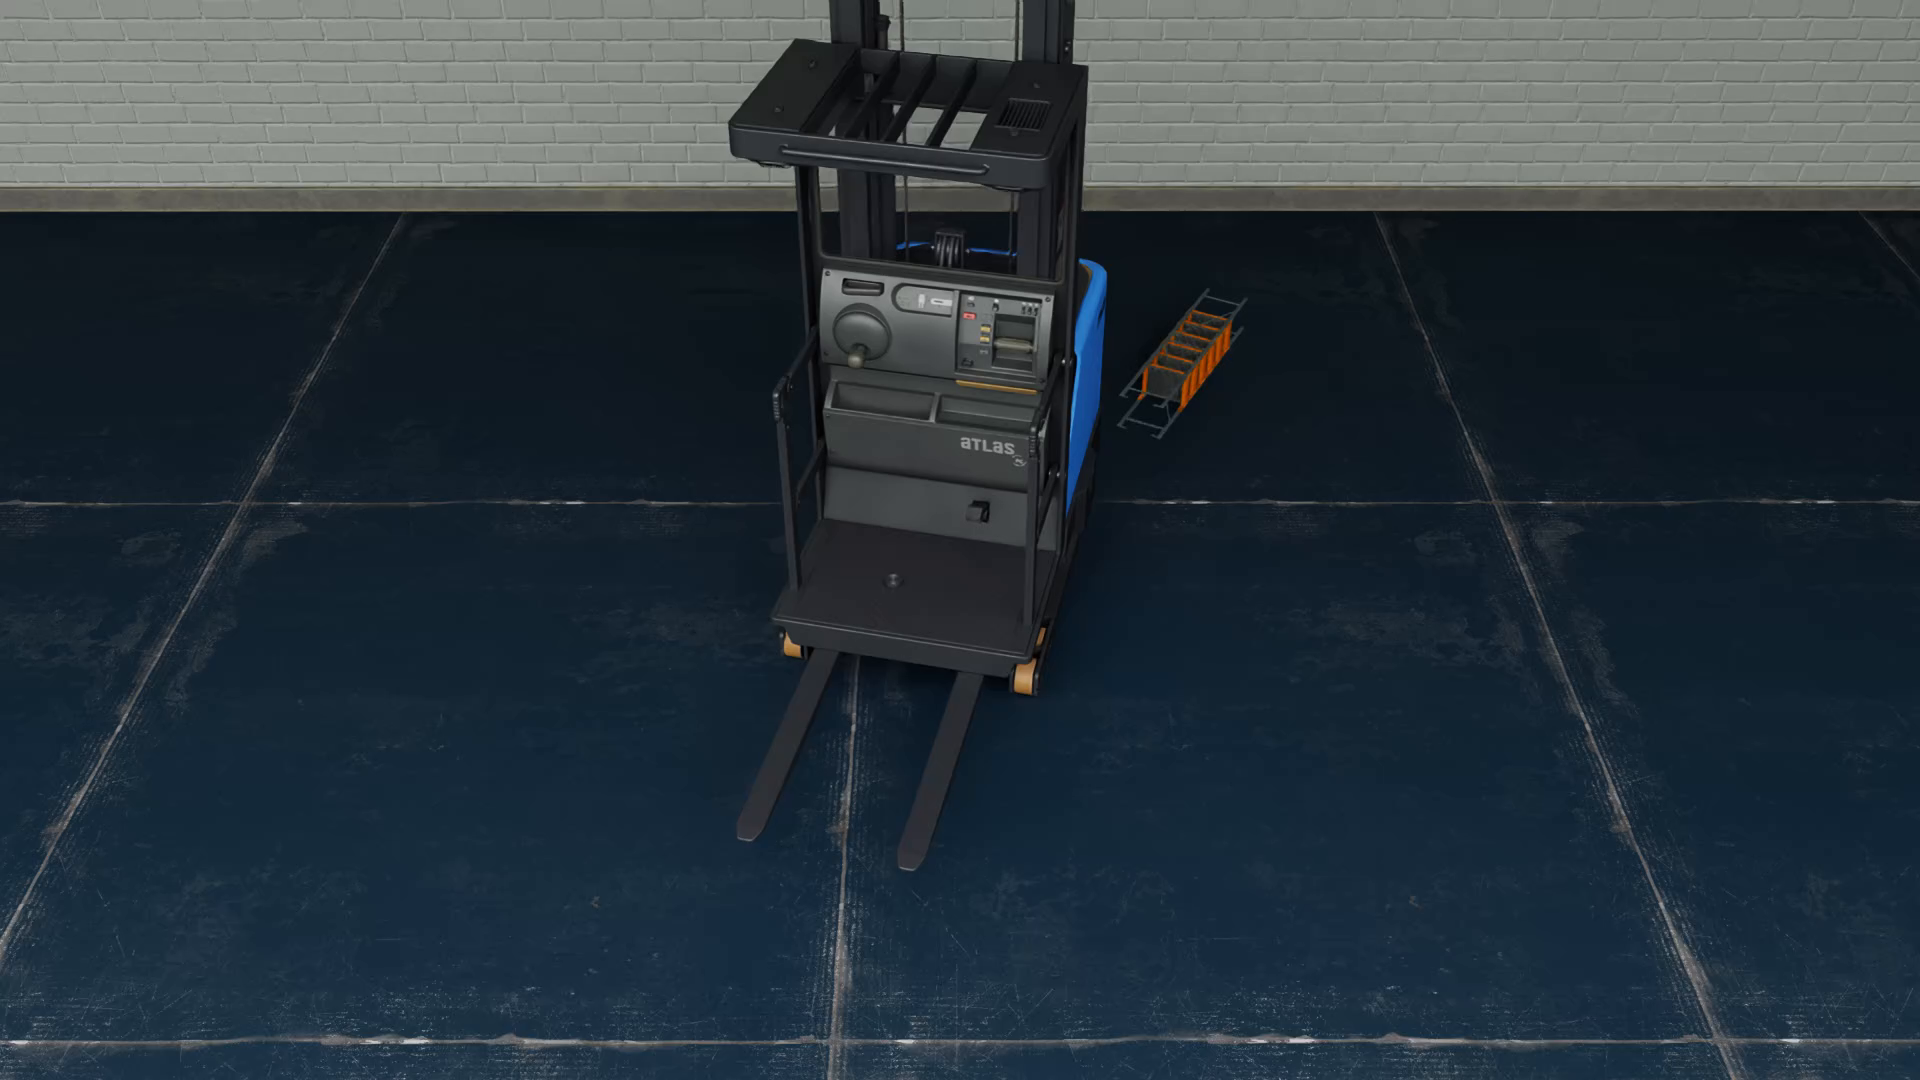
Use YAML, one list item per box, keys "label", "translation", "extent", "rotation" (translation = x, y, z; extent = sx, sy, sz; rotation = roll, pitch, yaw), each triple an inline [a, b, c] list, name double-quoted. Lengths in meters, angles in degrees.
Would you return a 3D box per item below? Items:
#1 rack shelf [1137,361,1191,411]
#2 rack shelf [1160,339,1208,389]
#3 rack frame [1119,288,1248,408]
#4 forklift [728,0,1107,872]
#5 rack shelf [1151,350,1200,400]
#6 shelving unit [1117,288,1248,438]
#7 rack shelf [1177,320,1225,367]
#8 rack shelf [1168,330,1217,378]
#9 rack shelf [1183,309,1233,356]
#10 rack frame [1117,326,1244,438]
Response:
- label: "rack shelf"
  translation: [1.054, -0.795, 8.587]
  extent: [0.258, 0.180, 0.103]
  rotation: [18, 42, 22]
- label: "rack shelf"
  translation: [1.167, -0.927, 8.752]
  extent: [0.258, 0.180, 0.103]
  rotation: [18, 42, 22]
- label: "rack frame"
  translation: [1.188, -1.023, 8.725]
  extent: [0.240, 0.006, 1.200]
  rotation: [18, 42, 22]
- label: "forklift"
  translation: [-0.143, -0.760, 6.355]
  extent: [1.130, 2.935, 3.031]
  rotation: [8, 39, 10]
- label: "rack shelf"
  translation: [1.111, -0.861, 8.669]
  extent: [0.258, 0.180, 0.103]
  rotation: [18, 42, 22]
- label: "shelving unit"
  translation: [1.188, -0.952, 8.783]
  extent: [0.258, 0.189, 1.200]
  rotation: [18, 42, 22]
- label: "rack shelf"
  translation: [1.280, -1.060, 8.917]
  extent: [0.258, 0.180, 0.103]
  rotation: [18, 42, 22]
- label: "rack shelf"
  translation: [1.223, -0.993, 8.835]
  extent: [0.258, 0.180, 0.103]
  rotation: [18, 42, 22]
- label: "rack shelf"
  translation: [1.336, -1.126, 9.000]
  extent: [0.258, 0.180, 0.103]
  rotation: [18, 42, 22]
- label: "rack frame"
  translation: [1.188, -0.880, 8.840]
  extent: [0.240, 0.006, 1.200]
  rotation: [18, 42, 22]
